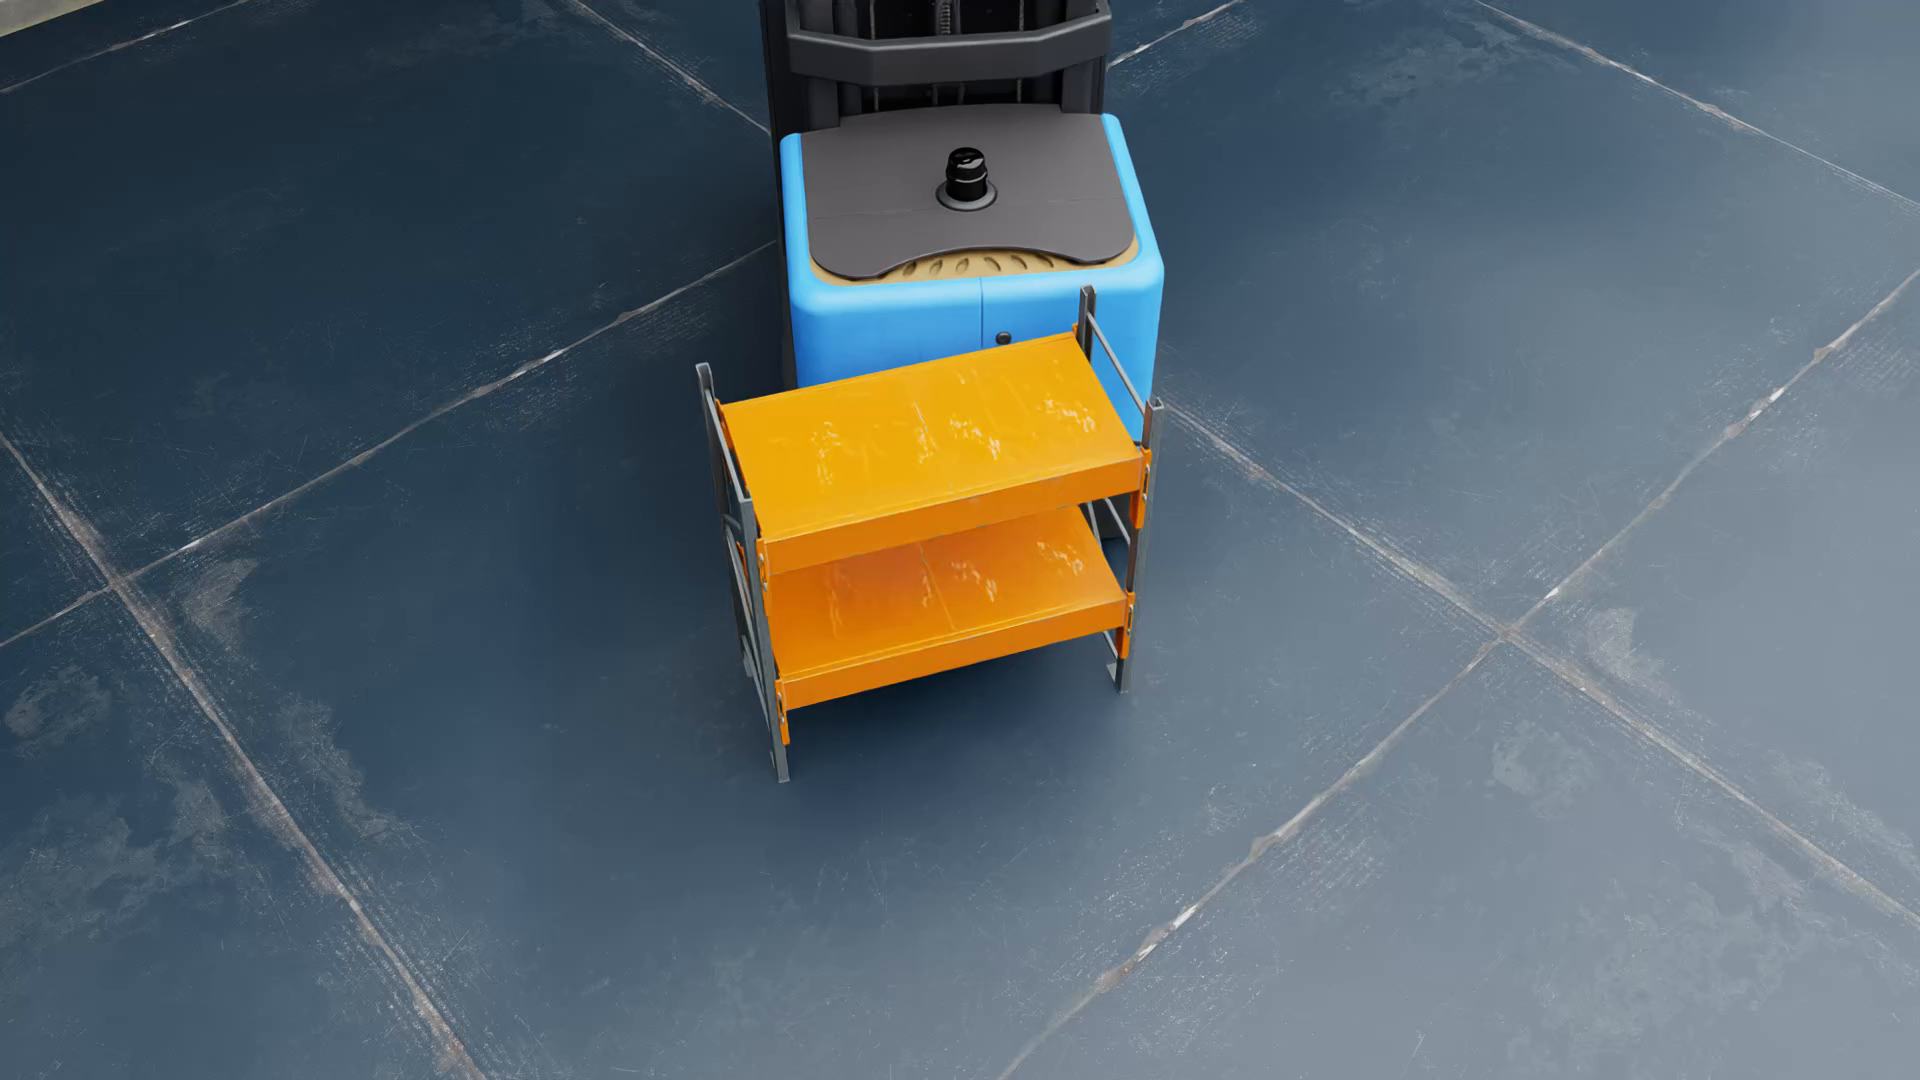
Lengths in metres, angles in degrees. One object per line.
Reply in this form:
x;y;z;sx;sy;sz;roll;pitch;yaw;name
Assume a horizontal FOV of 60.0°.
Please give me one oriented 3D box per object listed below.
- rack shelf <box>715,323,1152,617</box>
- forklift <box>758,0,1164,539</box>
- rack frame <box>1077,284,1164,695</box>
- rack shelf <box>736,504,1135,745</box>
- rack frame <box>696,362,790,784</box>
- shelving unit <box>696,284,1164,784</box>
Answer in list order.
-0.081;-0.194;4.265;1.000;0.278;0.538;-13;49;-12;rack shelf
-0.105;-2.024;5.124;1.130;2.935;3.031;-5;47;-4;forklift
0.404;-0.109;4.586;0.032;1.125;0.500;-13;49;-12;rack frame
-0.081;0.170;4.660;1.000;0.278;0.538;-13;49;-12;rack shelf
-0.565;0.118;4.376;0.032;1.125;0.500;-13;49;-12;rack frame
-0.081;0.004;4.481;1.048;1.125;0.538;-13;49;-12;shelving unit
